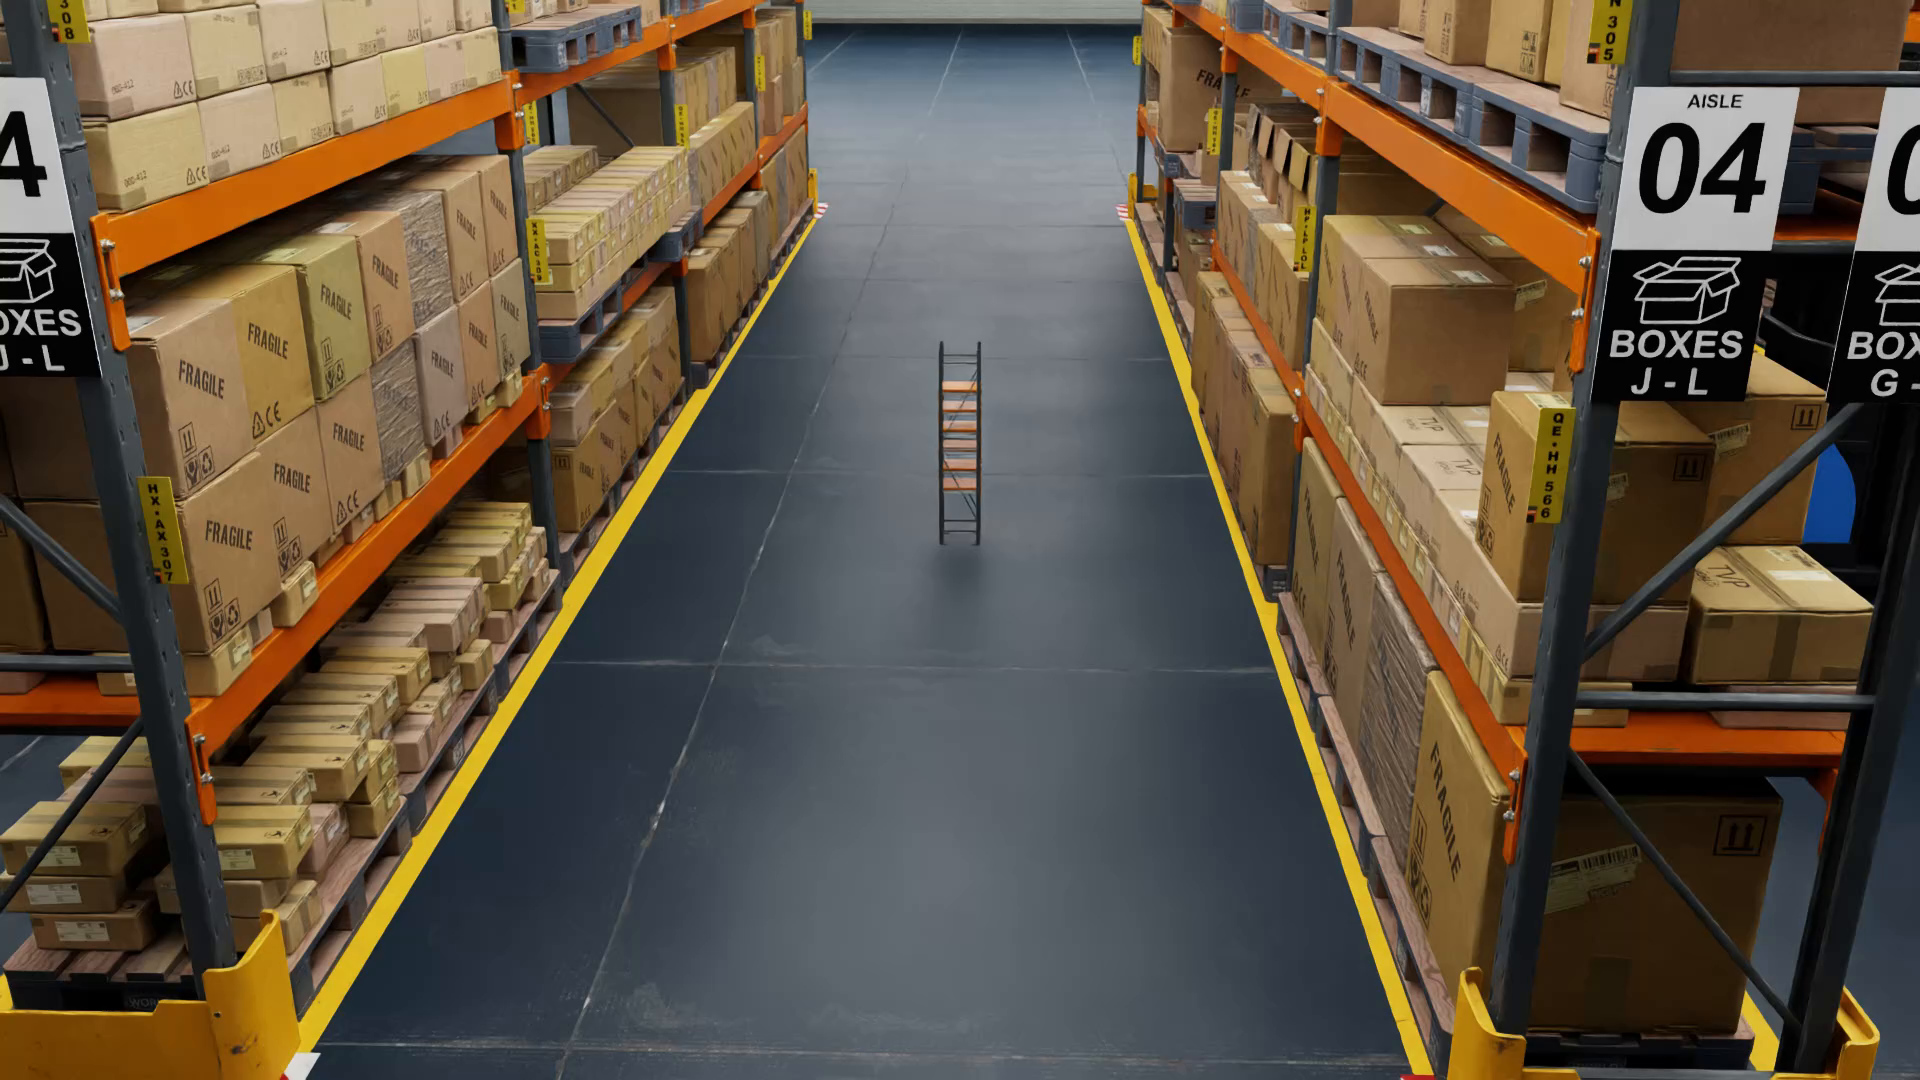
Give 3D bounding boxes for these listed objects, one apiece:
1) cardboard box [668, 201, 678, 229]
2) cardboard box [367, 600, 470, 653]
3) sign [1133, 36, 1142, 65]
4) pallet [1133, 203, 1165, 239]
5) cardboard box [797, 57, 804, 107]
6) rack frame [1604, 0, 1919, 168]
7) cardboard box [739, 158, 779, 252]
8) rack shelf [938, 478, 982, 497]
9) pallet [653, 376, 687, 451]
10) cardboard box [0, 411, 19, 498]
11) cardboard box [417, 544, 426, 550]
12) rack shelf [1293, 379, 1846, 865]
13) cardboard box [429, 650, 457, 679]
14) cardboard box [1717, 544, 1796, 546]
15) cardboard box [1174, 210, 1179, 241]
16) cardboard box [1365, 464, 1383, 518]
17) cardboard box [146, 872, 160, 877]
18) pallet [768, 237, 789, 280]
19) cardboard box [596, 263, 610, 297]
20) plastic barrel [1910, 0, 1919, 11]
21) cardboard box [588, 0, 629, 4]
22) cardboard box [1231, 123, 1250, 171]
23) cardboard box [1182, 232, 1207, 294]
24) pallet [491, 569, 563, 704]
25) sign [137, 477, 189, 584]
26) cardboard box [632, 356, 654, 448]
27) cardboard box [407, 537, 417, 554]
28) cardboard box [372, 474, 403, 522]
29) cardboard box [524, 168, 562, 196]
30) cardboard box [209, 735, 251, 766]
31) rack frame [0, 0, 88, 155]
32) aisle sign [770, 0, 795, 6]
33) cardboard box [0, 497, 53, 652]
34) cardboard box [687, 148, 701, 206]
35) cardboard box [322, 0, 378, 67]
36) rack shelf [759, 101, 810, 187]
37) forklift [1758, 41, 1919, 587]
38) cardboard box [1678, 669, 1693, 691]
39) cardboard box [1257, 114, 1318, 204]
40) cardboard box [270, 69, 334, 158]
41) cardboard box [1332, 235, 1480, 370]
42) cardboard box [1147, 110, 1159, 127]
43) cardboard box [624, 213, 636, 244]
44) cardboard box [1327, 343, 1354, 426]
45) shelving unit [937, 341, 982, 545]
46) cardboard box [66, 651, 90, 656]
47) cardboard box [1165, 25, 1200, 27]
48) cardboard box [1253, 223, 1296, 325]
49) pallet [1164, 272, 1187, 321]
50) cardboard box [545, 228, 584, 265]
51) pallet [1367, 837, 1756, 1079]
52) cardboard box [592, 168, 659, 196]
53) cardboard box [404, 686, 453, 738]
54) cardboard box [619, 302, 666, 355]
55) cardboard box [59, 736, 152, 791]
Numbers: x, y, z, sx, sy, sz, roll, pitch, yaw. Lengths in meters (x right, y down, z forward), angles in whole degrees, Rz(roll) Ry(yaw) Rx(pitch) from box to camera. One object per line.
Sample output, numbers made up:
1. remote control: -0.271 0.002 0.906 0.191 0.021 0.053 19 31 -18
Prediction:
1. cardboard box: -2.152 -2.233 11.405 0.380 0.149 0.250 1 21 3
2. cardboard box: -2.418 0.385 7.427 0.380 0.149 0.250 0 21 0
3. sign: 2.076 -5.732 19.458 0.100 0.325 0.005 1 21 2
4. pallet: 2.556 -3.701 19.276 1.003 0.211 1.213 1 21 2
5. cardboard box: -2.303 -5.349 19.460 0.875 0.550 0.550 1 21 2
6. rack frame: 2.131 -2.334 3.604 1.000 3.000 0.127 1 21 2
7. cardboard box: -2.369 -3.399 16.999 0.875 0.875 0.875 1 21 2
8. rack shelf: 0.000 -0.299 9.928 0.258 0.103 0.180 1 21 2
9. pallet: -2.605 -0.938 12.155 1.003 0.211 1.213 1 21 2
10. cardboard box: -3.058 -0.448 5.105 0.500 0.500 0.500 0 21 1
11. cardboard box: -3.032 0.048 8.709 0.380 0.149 0.250 2 21 4
12. rack shelf: 2.192 0.075 6.683 1.077 0.370 4.000 1 21 2
13. cardboard box: -2.502 0.511 7.514 0.380 0.149 0.250 0 21 -1
14. cardboard box: 2.425 0.036 5.587 0.500 0.250 0.500 0 21 1
15. cardboard box: 2.499 -3.483 17.734 0.500 0.500 0.500 -1 21 -3
16. cardboard box: 1.866 -0.199 6.743 0.380 0.149 0.250 0 21 0
17. cardboard box: -3.109 1.218 6.103 0.380 0.149 0.250 1 21 3
18. pallet: -2.357 -2.941 17.317 1.003 0.211 1.213 1 21 2
19. cardboard box: -2.216 -1.481 9.466 0.380 0.149 0.250 1 21 2
20. plastic barrel: 7.587 -4.505 12.752 0.600 0.830 0.708 1 21 2
21. cardboard box: -2.365 -3.395 10.347 0.500 0.500 0.500 1 21 2
22. cardboard box: 2.351 -2.868 12.554 0.500 0.500 0.500 -2 21 -5
23. cardboard box: 2.423 -2.522 15.229 0.700 0.500 0.500 1 21 1
24. pallet: -2.687 0.469 8.529 1.003 0.211 1.213 1 21 2
25. sign: -2.281 -0.026 4.752 0.100 0.325 0.005 1 21 2
26. cardboard box: -2.358 -0.931 11.158 0.500 0.500 0.500 0 21 -1
27. cardboard box: -2.987 0.003 8.414 0.380 0.149 0.250 2 21 4
28. cardboard box: -2.489 -0.189 6.717 0.380 0.149 0.250 1 21 4
29. cardboard box: -2.820 -2.332 10.838 0.380 0.149 0.250 2 21 4
30. cardboard box: -2.967 0.888 6.542 0.380 0.149 0.250 0 21 1
31. rack frame: -2.823 -2.425 3.839 1.000 3.000 0.127 1 21 2
32. aisle sign: -2.035 -6.648 19.421 0.394 0.787 0.004 1 21 2
33. cardboard box: -3.067 0.021 5.278 0.500 0.500 0.500 1 21 3
34. cardboard box: -2.296 -2.727 12.772 0.500 0.500 0.500 1 21 2
35. cardboard box: -2.494 -1.900 6.148 0.500 0.250 0.500 0 21 0
36. rack shelf: -2.397 -4.355 18.100 1.077 0.370 4.000 1 21 2
37. forklift: 5.366 -1.233 9.155 3.031 2.935 1.130 1 21 4
38. cardboard box: 2.478 0.362 5.295 0.380 0.149 0.250 0 21 1
39. cardboard box: 2.314 -2.444 10.657 0.797 0.503 0.637 1 21 3
40. cardboard box: -2.531 -1.493 5.791 0.500 0.250 0.500 0 21 0
41. cardboard box: 1.960 -1.053 7.357 0.500 0.500 0.500 1 21 2
42. cardboard box: 2.229 -4.563 17.991 0.380 0.149 0.250 1 21 2
43. cardboard box: -2.195 -1.904 10.144 0.380 0.149 0.250 0 21 1
44. cardboard box: 1.957 -0.705 7.496 0.500 0.250 0.500 1 21 1
45. shelving unit: 0.000 -0.565 9.825 0.258 1.200 0.189 1 21 2
46. cardboard box: -3.051 0.278 5.512 0.380 0.149 0.250 1 21 2
47. cardboard box: 2.235 -4.693 16.046 0.500 0.500 0.500 1 21 2
48. cardboard box: 2.025 -1.570 9.790 0.500 0.500 0.500 0 21 1
49. pallet: 2.474 -2.294 15.650 1.003 0.211 1.213 1 21 2
50. cardboard box: -2.230 -1.568 8.867 0.380 0.149 0.250 2 21 4
51. pallet: 2.078 1.473 5.941 1.003 0.211 1.213 1 21 2
52. cardboard box: -2.172 -2.325 10.820 0.380 0.149 0.250 1 21 2
53. cardboard box: -2.454 0.760 7.285 0.380 0.149 0.250 1 21 2
54. cardboard box: -2.343 -1.468 11.504 0.500 0.250 0.500 1 21 2
55. cardboard box: -3.114 0.848 6.234 0.380 0.149 0.250 0 21 0
